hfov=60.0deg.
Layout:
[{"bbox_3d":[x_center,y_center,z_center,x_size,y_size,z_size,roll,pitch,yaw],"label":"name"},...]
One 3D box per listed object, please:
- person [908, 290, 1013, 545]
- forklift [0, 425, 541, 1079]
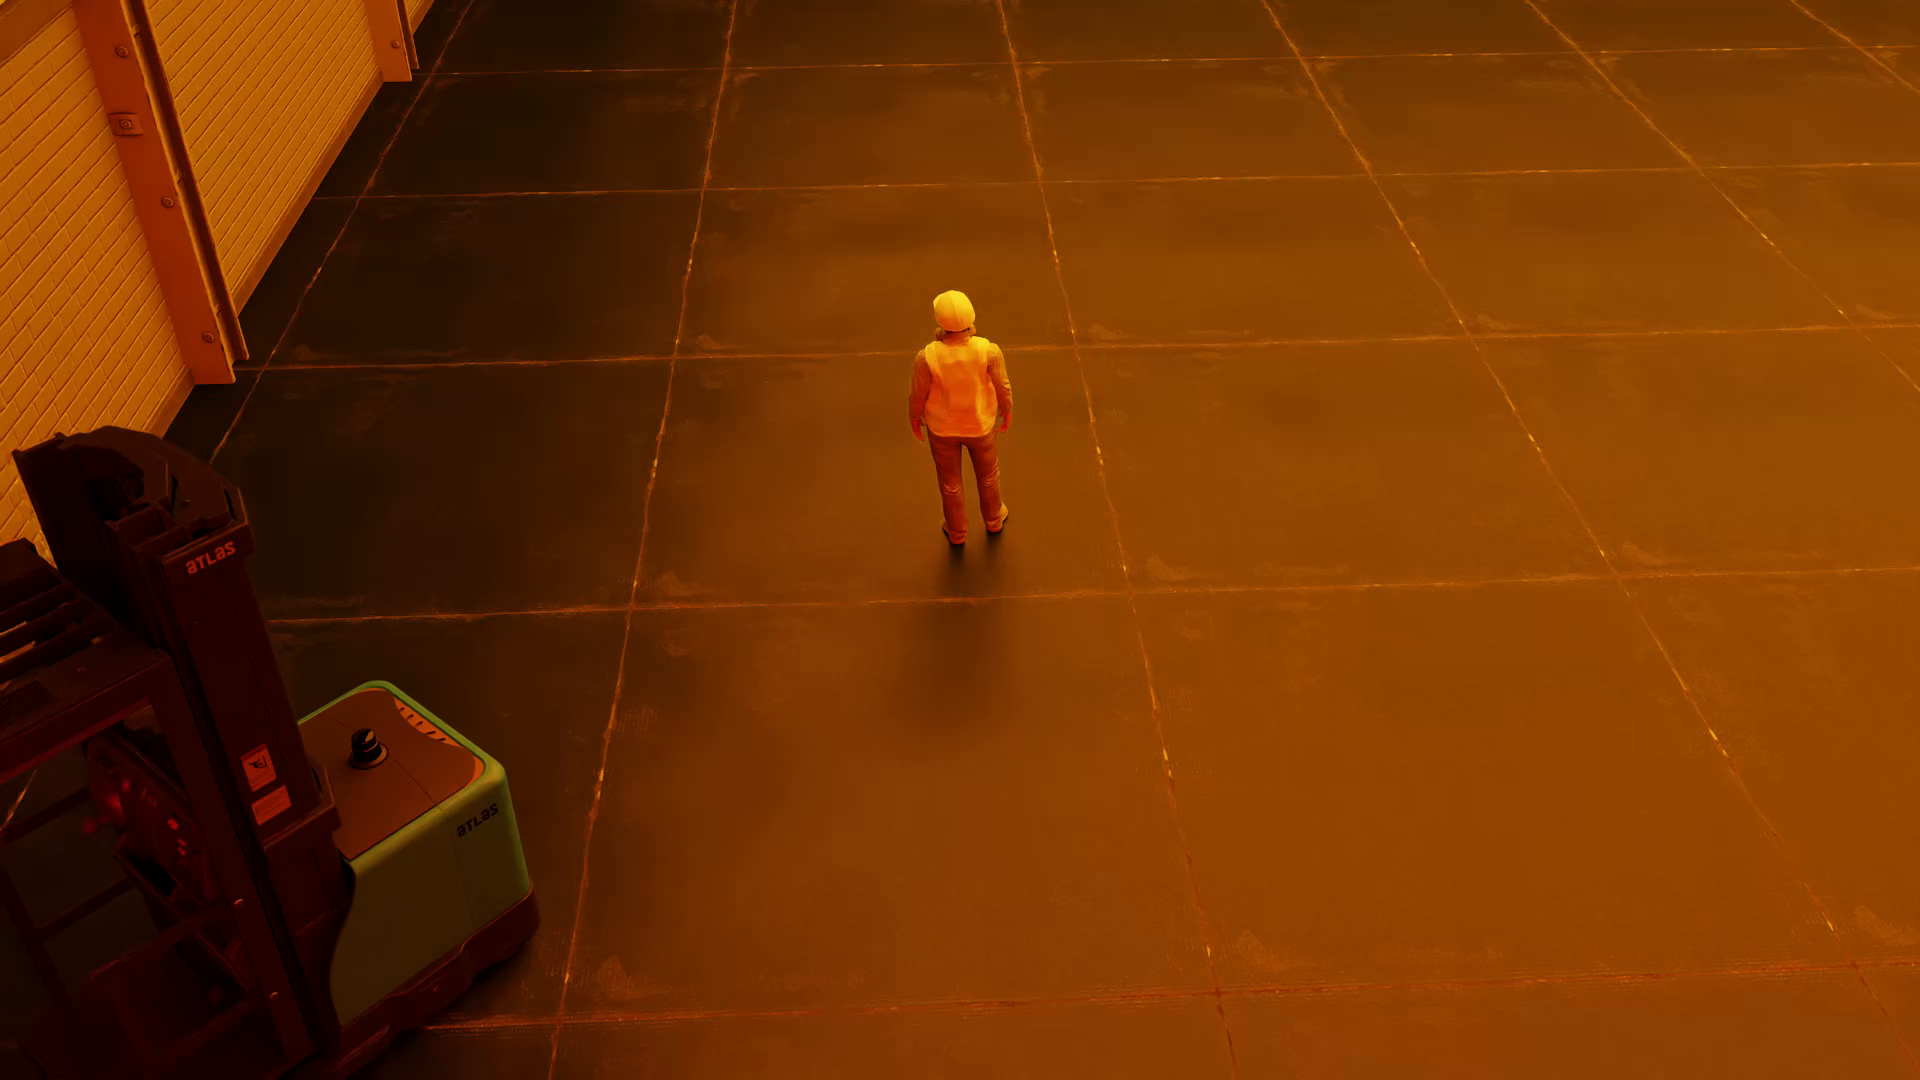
[{"bbox_3d":[0.004,-0.760,10.024,0.634,1.775,0.566,-2,36,-2],"label":"person"},{"bbox_3d":[-3.327,1.160,6.418,1.130,2.935,3.031,27,44,32],"label":"forklift"}]
